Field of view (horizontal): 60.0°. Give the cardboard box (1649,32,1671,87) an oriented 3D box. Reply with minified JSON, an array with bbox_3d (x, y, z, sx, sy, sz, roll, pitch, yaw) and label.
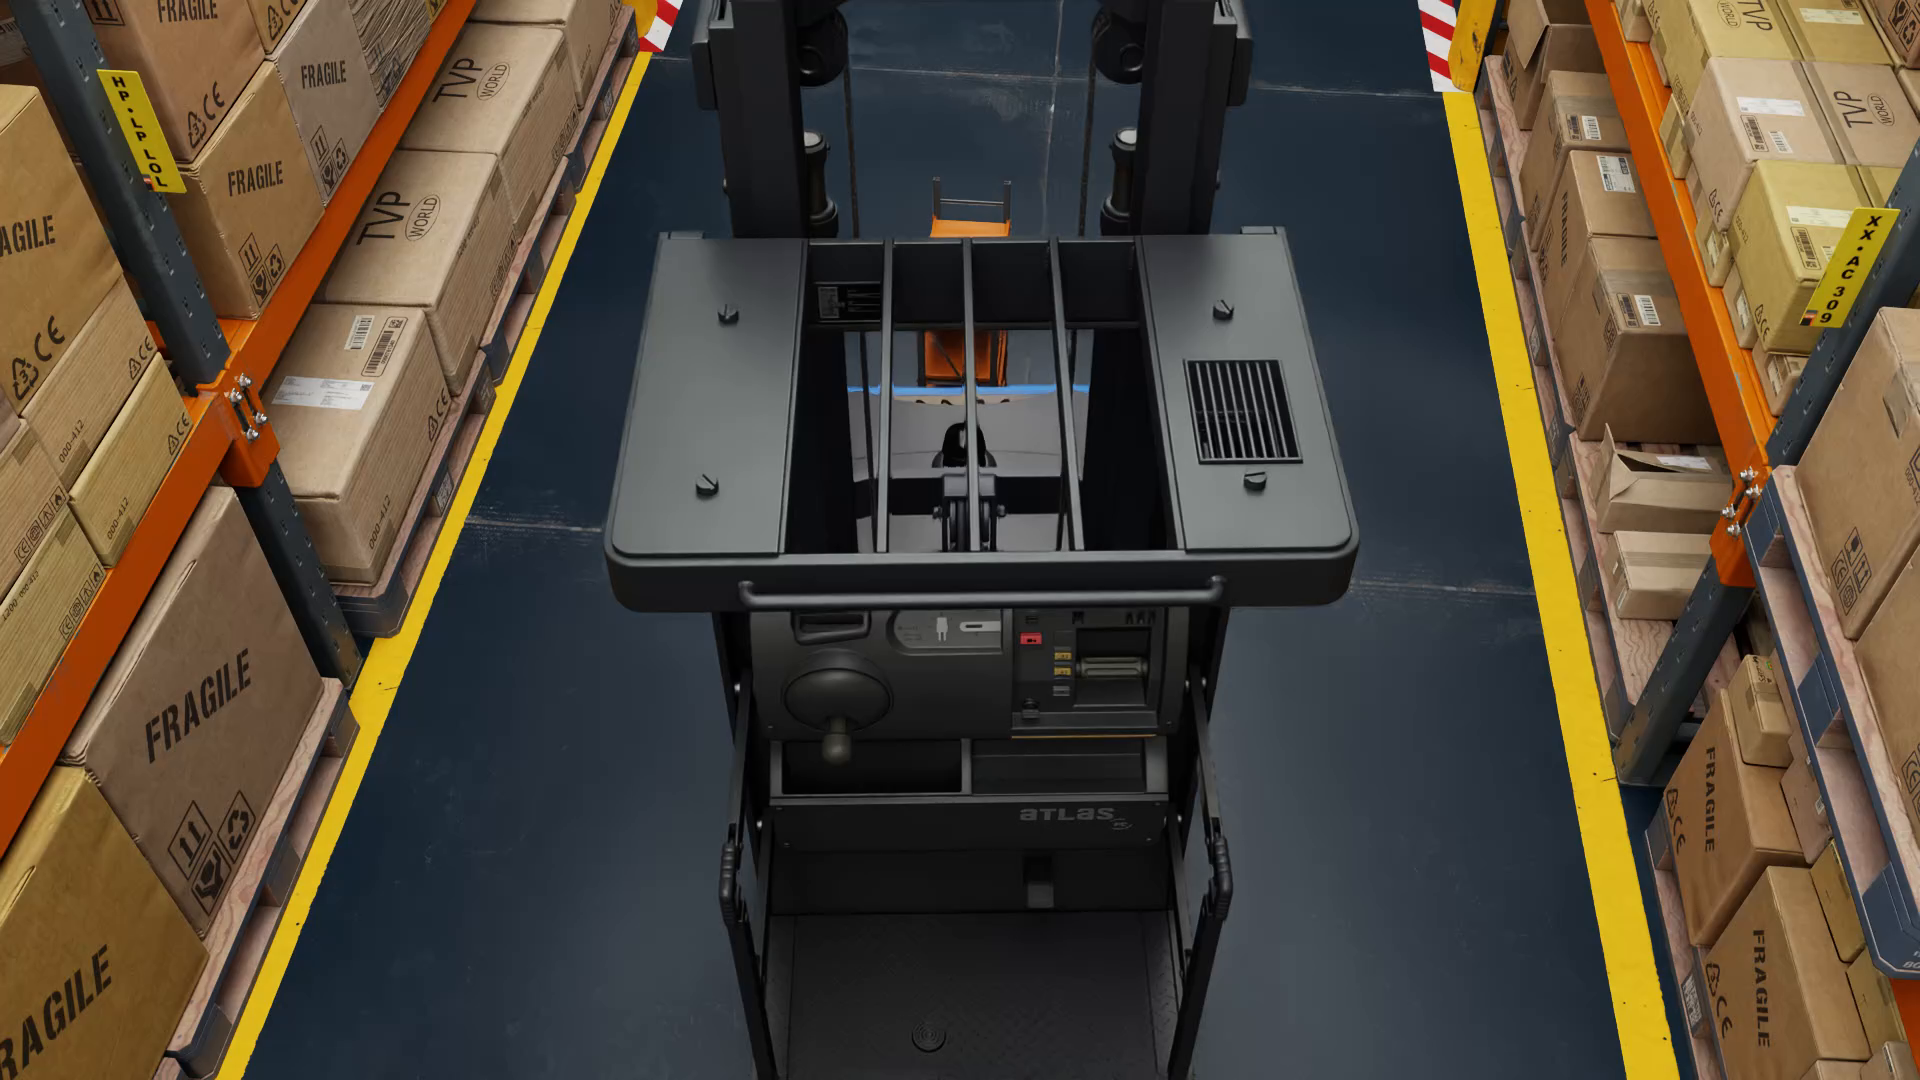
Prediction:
[{"bbox_3d":[2.445,-1.575,5.328,0.380,0.149,0.250,4,48,3],"label":"cardboard box"}]

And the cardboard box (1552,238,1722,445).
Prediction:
[{"bbox_3d":[2.512,-0.682,5.750,0.700,0.500,0.500,2,48,2],"label":"cardboard box"}]

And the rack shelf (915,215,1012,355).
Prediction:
[{"bbox_3d":[0.015,-0.792,5.129,0.258,0.148,0.480,4,48,4],"label":"rack shelf"}]

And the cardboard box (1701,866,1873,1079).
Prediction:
[{"bbox_3d":[2.202,1.159,4.067,0.500,0.500,0.500,3,48,3],"label":"cardboard box"}]

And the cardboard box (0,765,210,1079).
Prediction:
[{"bbox_3d":[-2.486,1.094,3.872,0.875,0.875,0.875,5,48,5],"label":"cardboard box"}]

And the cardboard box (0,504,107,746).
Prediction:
[{"bbox_3d":[-2.272,0.165,3.668,0.500,0.250,0.500,3,48,3],"label":"cardboard box"}]

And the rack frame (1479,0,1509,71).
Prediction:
[{"bbox_3d":[2.873,-3.215,6.658,1.000,3.000,0.127,4,48,4],"label":"rack frame"}]

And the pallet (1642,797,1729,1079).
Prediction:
[{"bbox_3d":[2.472,1.266,4.449,1.003,0.211,1.213,4,48,4],"label":"pallet"}]

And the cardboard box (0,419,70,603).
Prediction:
[{"bbox_3d":[-2.271,-0.017,3.495,0.500,0.250,0.500,5,48,4],"label":"cardboard box"}]

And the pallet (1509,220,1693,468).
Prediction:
[{"bbox_3d":[2.681,-0.738,6.282,1.003,0.211,1.213,4,48,4],"label":"pallet"}]

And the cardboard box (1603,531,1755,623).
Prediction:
[{"bbox_3d":[2.267,0.116,5.259,0.380,0.149,0.250,3,48,2],"label":"cardboard box"}]

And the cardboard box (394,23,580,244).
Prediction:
[{"bbox_3d":[-2.106,-1.658,6.686,0.875,0.438,0.875,5,48,5],"label":"cardboard box"}]

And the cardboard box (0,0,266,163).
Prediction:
[{"bbox_3d":[-2.150,-1.312,4.171,0.500,0.500,0.500,4,48,4],"label":"cardboard box"}]

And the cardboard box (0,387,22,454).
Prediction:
[{"bbox_3d":[-2.265,-0.252,3.202,0.500,0.500,0.500,5,48,4],"label":"cardboard box"}]

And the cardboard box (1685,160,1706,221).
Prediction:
[{"bbox_3d":[2.339,-1.018,4.819,0.380,0.149,0.250,5,48,5],"label":"cardboard box"}]

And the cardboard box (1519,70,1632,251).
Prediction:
[{"bbox_3d":[2.607,-1.444,6.448,0.700,0.500,0.500,6,48,5],"label":"cardboard box"}]

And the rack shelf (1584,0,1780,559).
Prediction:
[{"bbox_3d":[2.691,-1.503,5.579,1.077,0.370,4.000,4,48,4],"label":"rack shelf"}]

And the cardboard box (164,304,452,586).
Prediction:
[{"bbox_3d":[-2.270,-0.338,5.478,0.875,0.438,0.875,3,48,3],"label":"cardboard box"}]

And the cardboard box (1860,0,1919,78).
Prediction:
[{"bbox_3d":[2.911,-1.419,4.915,0.500,0.250,0.500,5,48,4],"label":"cardboard box"}]

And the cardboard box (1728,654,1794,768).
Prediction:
[{"bbox_3d":[2.211,0.453,4.273,0.380,0.149,0.250,6,48,5],"label":"cardboard box"}]

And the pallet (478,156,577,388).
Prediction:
[{"bbox_3d":[-2.179,-1.118,6.630,1.003,0.211,1.213,4,48,4],"label":"pallet"}]

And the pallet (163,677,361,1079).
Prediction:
[{"bbox_3d":[-2.430,0.906,4.778,1.003,0.211,1.213,4,48,4],"label":"pallet"}]

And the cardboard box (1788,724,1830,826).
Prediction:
[{"bbox_3d":[2.235,0.547,3.985,0.380,0.149,0.250,2,48,2],"label":"cardboard box"}]

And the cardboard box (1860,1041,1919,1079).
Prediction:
[{"bbox_3d":[2.180,1.235,3.558,0.380,0.149,0.250,4,48,3],"label":"cardboard box"}]

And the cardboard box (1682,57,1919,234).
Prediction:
[{"bbox_3d":[2.343,-1.085,4.610,0.500,0.250,0.500,4,48,4],"label":"cardboard box"}]

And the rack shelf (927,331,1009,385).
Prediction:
[{"bbox_3d":[0.015,-0.481,5.468,0.258,0.148,0.480,4,48,4],"label":"rack shelf"}]

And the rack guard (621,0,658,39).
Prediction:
[{"bbox_3d":[-2.068,-2.720,7.899,1.175,0.500,0.348,4,48,4],"label":"rack guard"}]

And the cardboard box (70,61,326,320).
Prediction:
[{"bbox_3d":[-2.131,-0.968,4.535,0.500,0.500,0.500,5,48,5],"label":"cardboard box"}]

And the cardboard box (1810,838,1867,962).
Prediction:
[{"bbox_3d":[2.251,0.851,3.909,0.380,0.149,0.250,2,48,2],"label":"cardboard box"}]

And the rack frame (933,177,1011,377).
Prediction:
[{"bbox_3d":[0.037,-0.706,5.583,0.240,1.200,0.015,4,48,4],"label":"rack frame"}]

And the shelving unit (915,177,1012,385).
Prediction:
[{"bbox_3d":[0.015,-0.527,5.419,0.258,1.200,0.503,4,48,4],"label":"shelving unit"}]

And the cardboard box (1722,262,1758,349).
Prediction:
[{"bbox_3d":[2.289,-0.635,4.468,0.380,0.149,0.250,5,48,5],"label":"cardboard box"}]

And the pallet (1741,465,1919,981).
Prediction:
[{"bbox_3d":[2.327,0.369,3.510,1.003,0.211,1.213,4,48,4],"label":"pallet"}]

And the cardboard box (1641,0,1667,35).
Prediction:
[{"bbox_3d":[2.450,-1.829,5.290,0.500,0.250,0.500,3,48,3],"label":"cardboard box"}]

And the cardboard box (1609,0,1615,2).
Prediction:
[{"bbox_3d":[2.403,-1.964,5.684,0.380,0.149,0.250,3,48,2],"label":"cardboard box"}]

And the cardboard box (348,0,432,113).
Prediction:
[{"bbox_3d":[-2.029,-1.702,5.206,0.500,0.500,0.500,4,48,4],"label":"cardboard box"}]

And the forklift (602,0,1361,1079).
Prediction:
[{"bbox_3d":[0.026,0.382,3.414,1.130,2.935,3.031,-1,48,-1],"label":"forklift"}]

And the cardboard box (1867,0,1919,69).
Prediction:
[{"bbox_3d":[2.910,-1.655,4.623,0.500,0.500,0.500,3,48,2],"label":"cardboard box"}]

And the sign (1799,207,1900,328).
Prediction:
[{"bbox_3d":[1.968,-0.599,3.678,0.100,0.325,0.005,4,48,4],"label":"sign"}]

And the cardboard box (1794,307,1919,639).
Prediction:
[{"bbox_3d":[2.242,-0.111,3.466,0.700,0.500,0.500,5,48,5],"label":"cardboard box"}]

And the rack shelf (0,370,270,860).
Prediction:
[{"bbox_3d":[-2.617,1.106,3.193,1.077,0.370,4.000,4,48,4],"label":"rack shelf"}]
